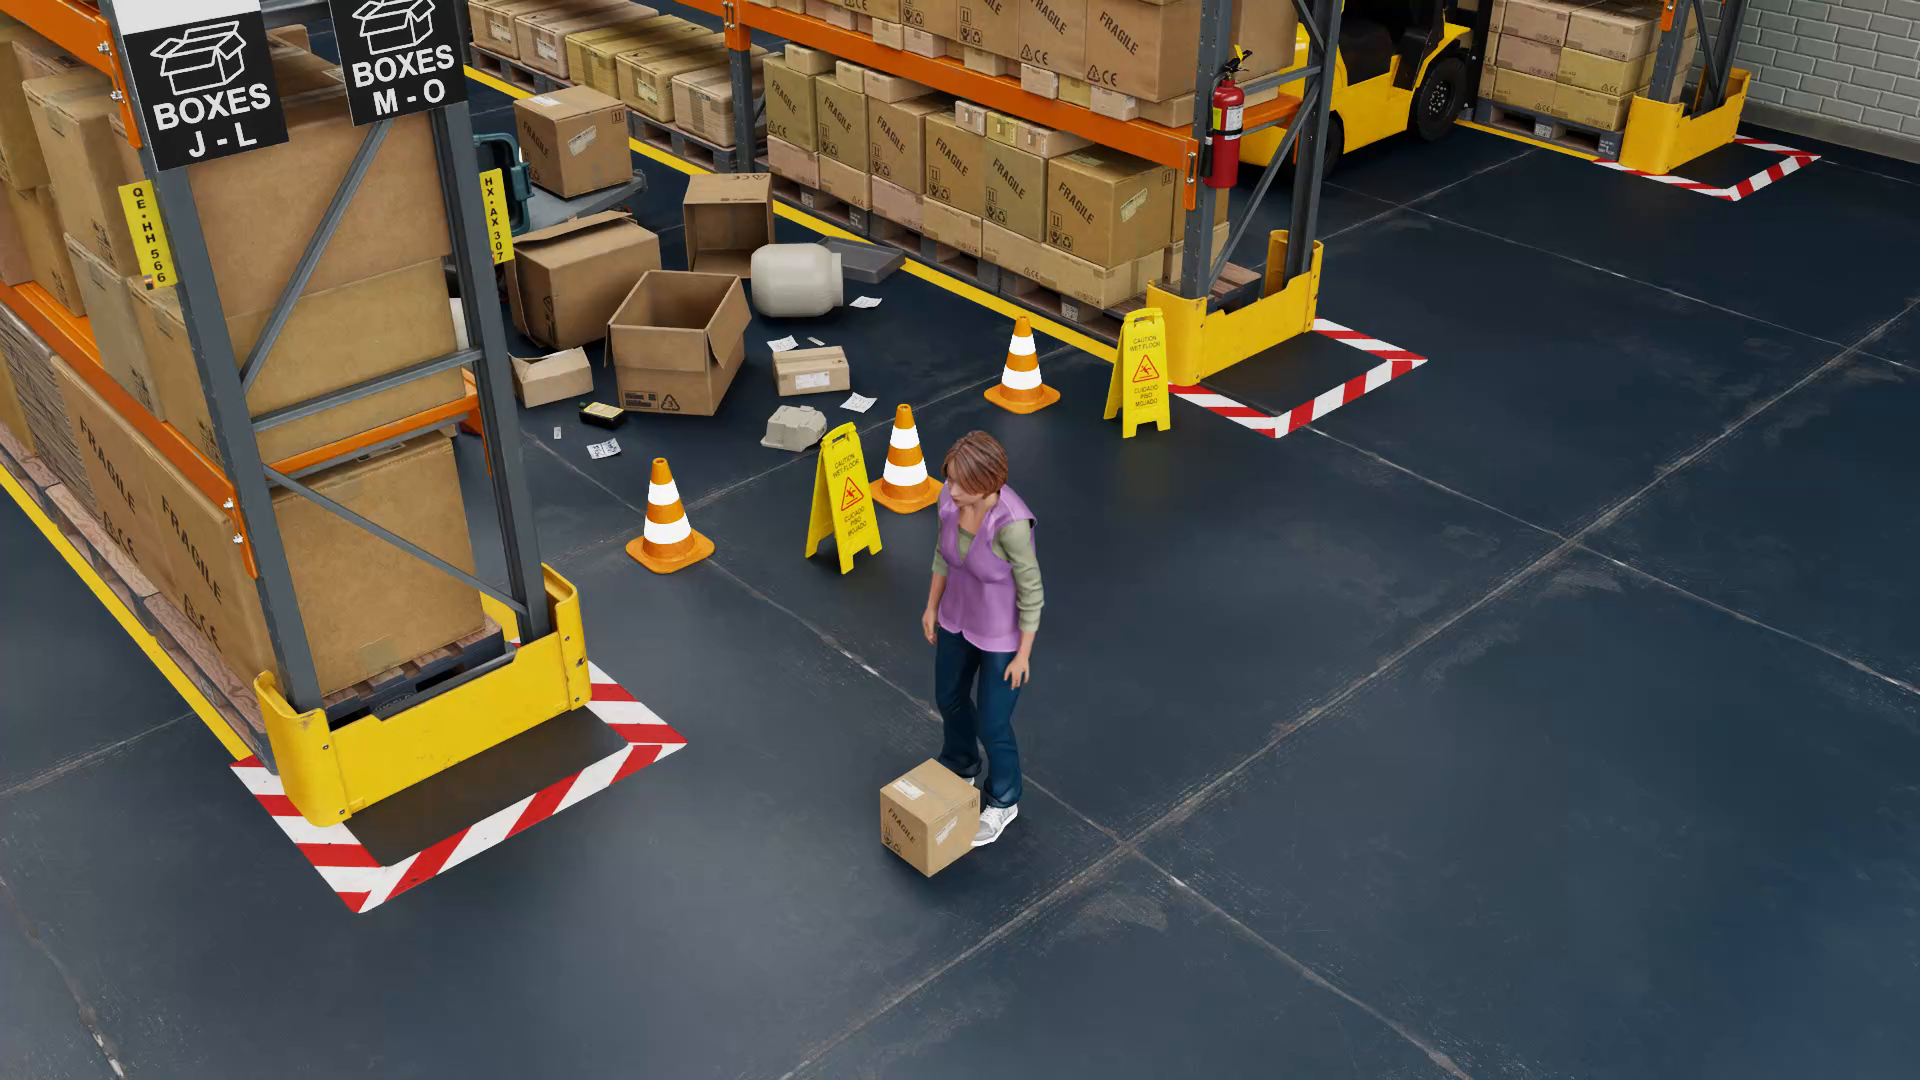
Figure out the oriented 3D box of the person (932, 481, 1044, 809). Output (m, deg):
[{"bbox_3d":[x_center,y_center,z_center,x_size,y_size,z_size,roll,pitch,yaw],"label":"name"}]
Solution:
[{"bbox_3d":[0.095,0.369,5.688,0.465,1.327,0.291,27,41,36],"label":"person"}]
